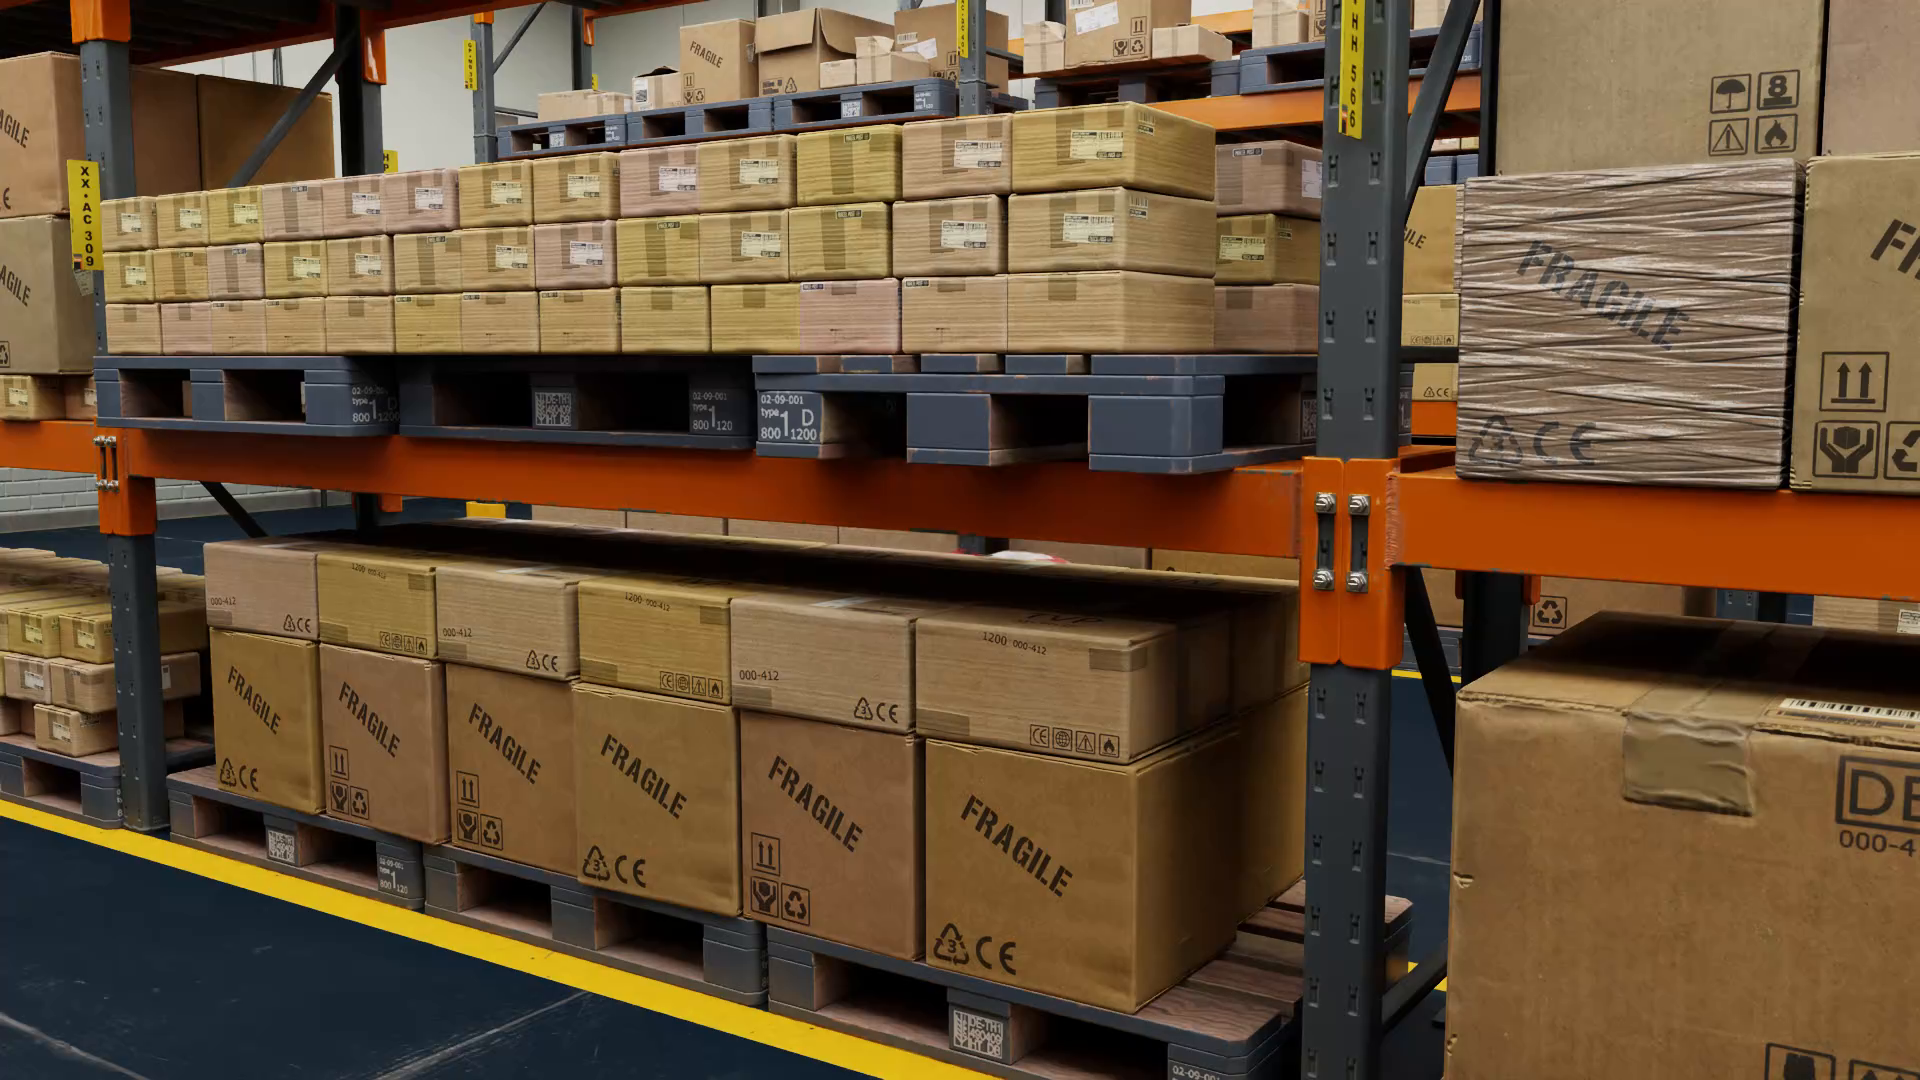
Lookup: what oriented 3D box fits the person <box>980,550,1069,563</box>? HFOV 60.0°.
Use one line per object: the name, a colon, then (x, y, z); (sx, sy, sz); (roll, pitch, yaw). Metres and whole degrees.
person: (0.141, 0.457, 6.161); (0.524, 0.810, 0.964); (4, 7, 32)
